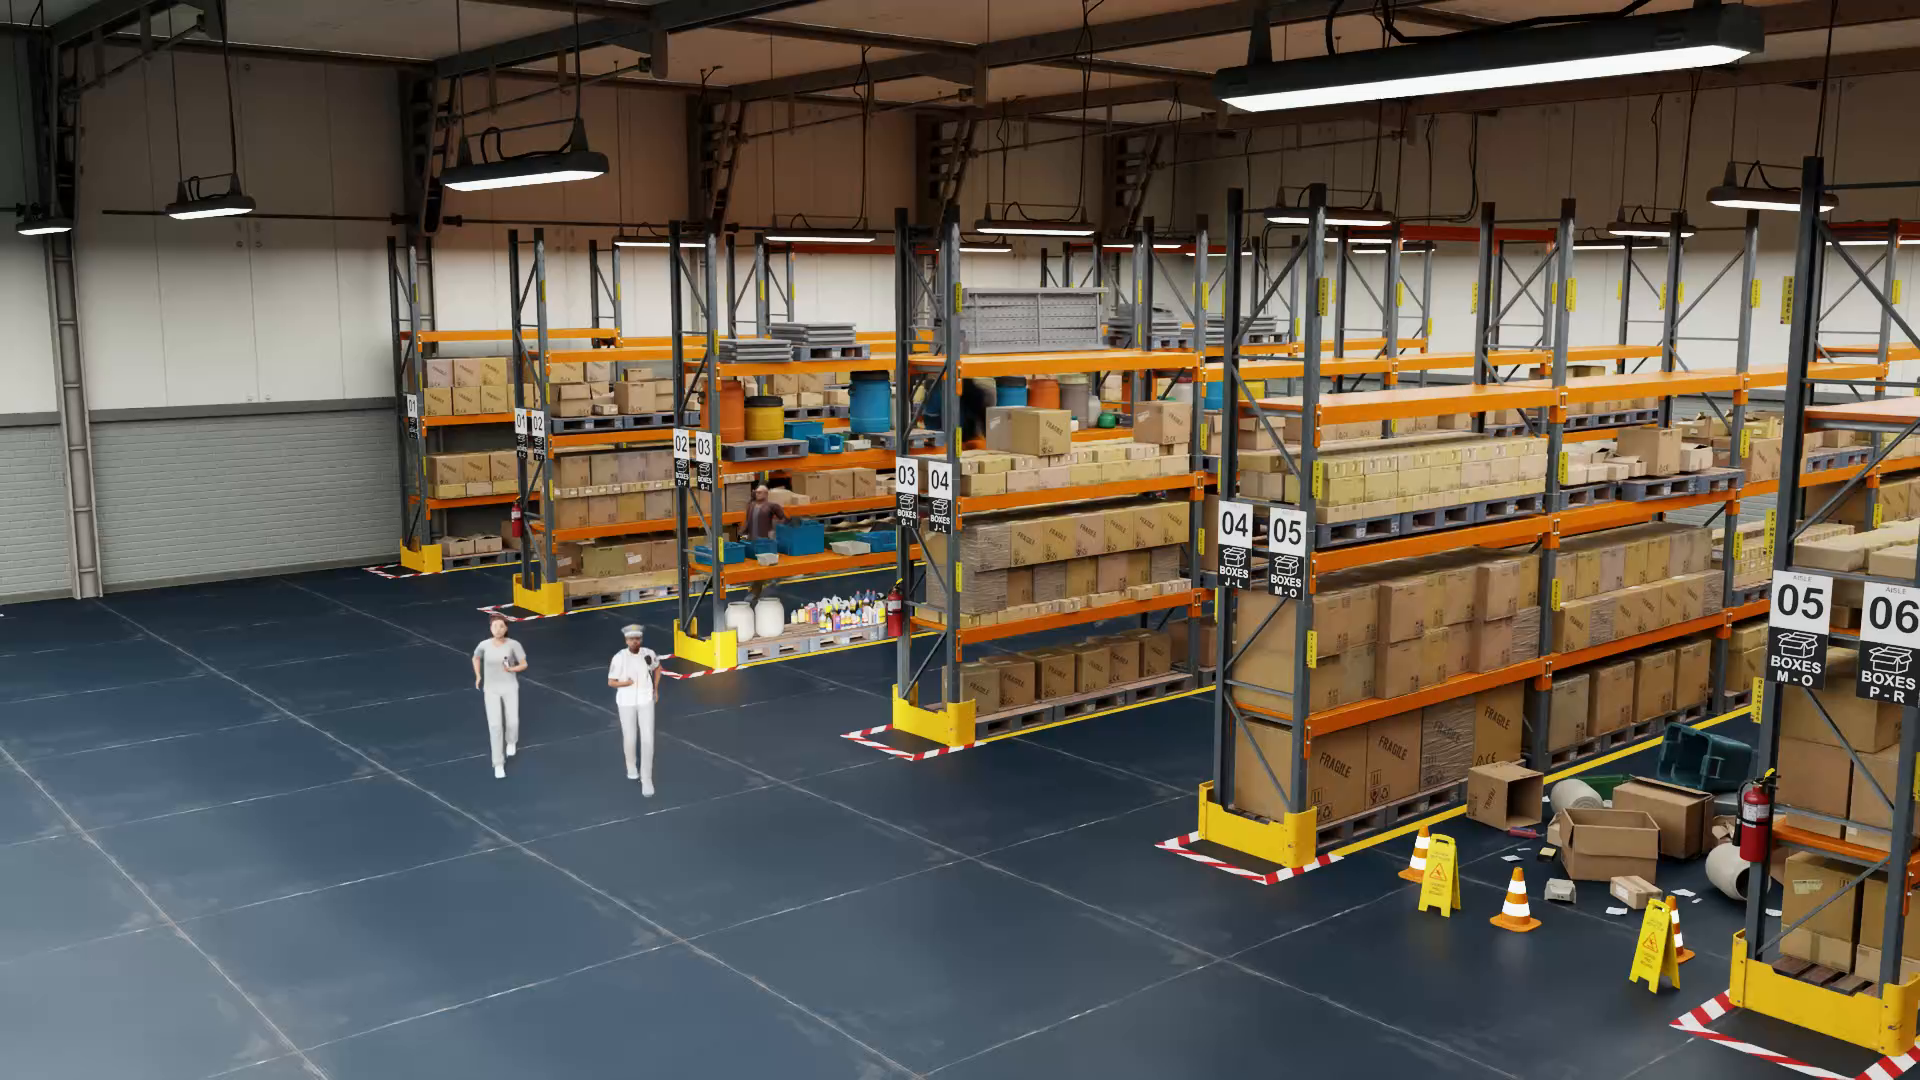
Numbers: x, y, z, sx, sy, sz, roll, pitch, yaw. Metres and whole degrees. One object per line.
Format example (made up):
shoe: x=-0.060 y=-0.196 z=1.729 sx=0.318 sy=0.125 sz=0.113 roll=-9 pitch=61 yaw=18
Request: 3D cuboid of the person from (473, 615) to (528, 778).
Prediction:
person: x=-4.888 y=1.611 z=17.710 sx=0.565 sy=1.652 sz=0.970 roll=-2 pitch=9 yaw=-14

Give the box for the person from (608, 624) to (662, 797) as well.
person: x=-3.328 y=1.713 z=17.093 sx=0.560 sy=1.754 sz=0.742 roll=-2 pitch=9 yaw=-14

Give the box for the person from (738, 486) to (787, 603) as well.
person: x=-3.065 y=0.038 z=25.871 sx=0.710 sy=1.780 sz=0.934 roll=6 pitch=10 yaw=33

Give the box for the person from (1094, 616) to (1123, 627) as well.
person: x=2.159 y=0.349 z=24.192 sx=0.506 sy=1.796 sz=0.665 roll=7 pitch=11 yaw=39
